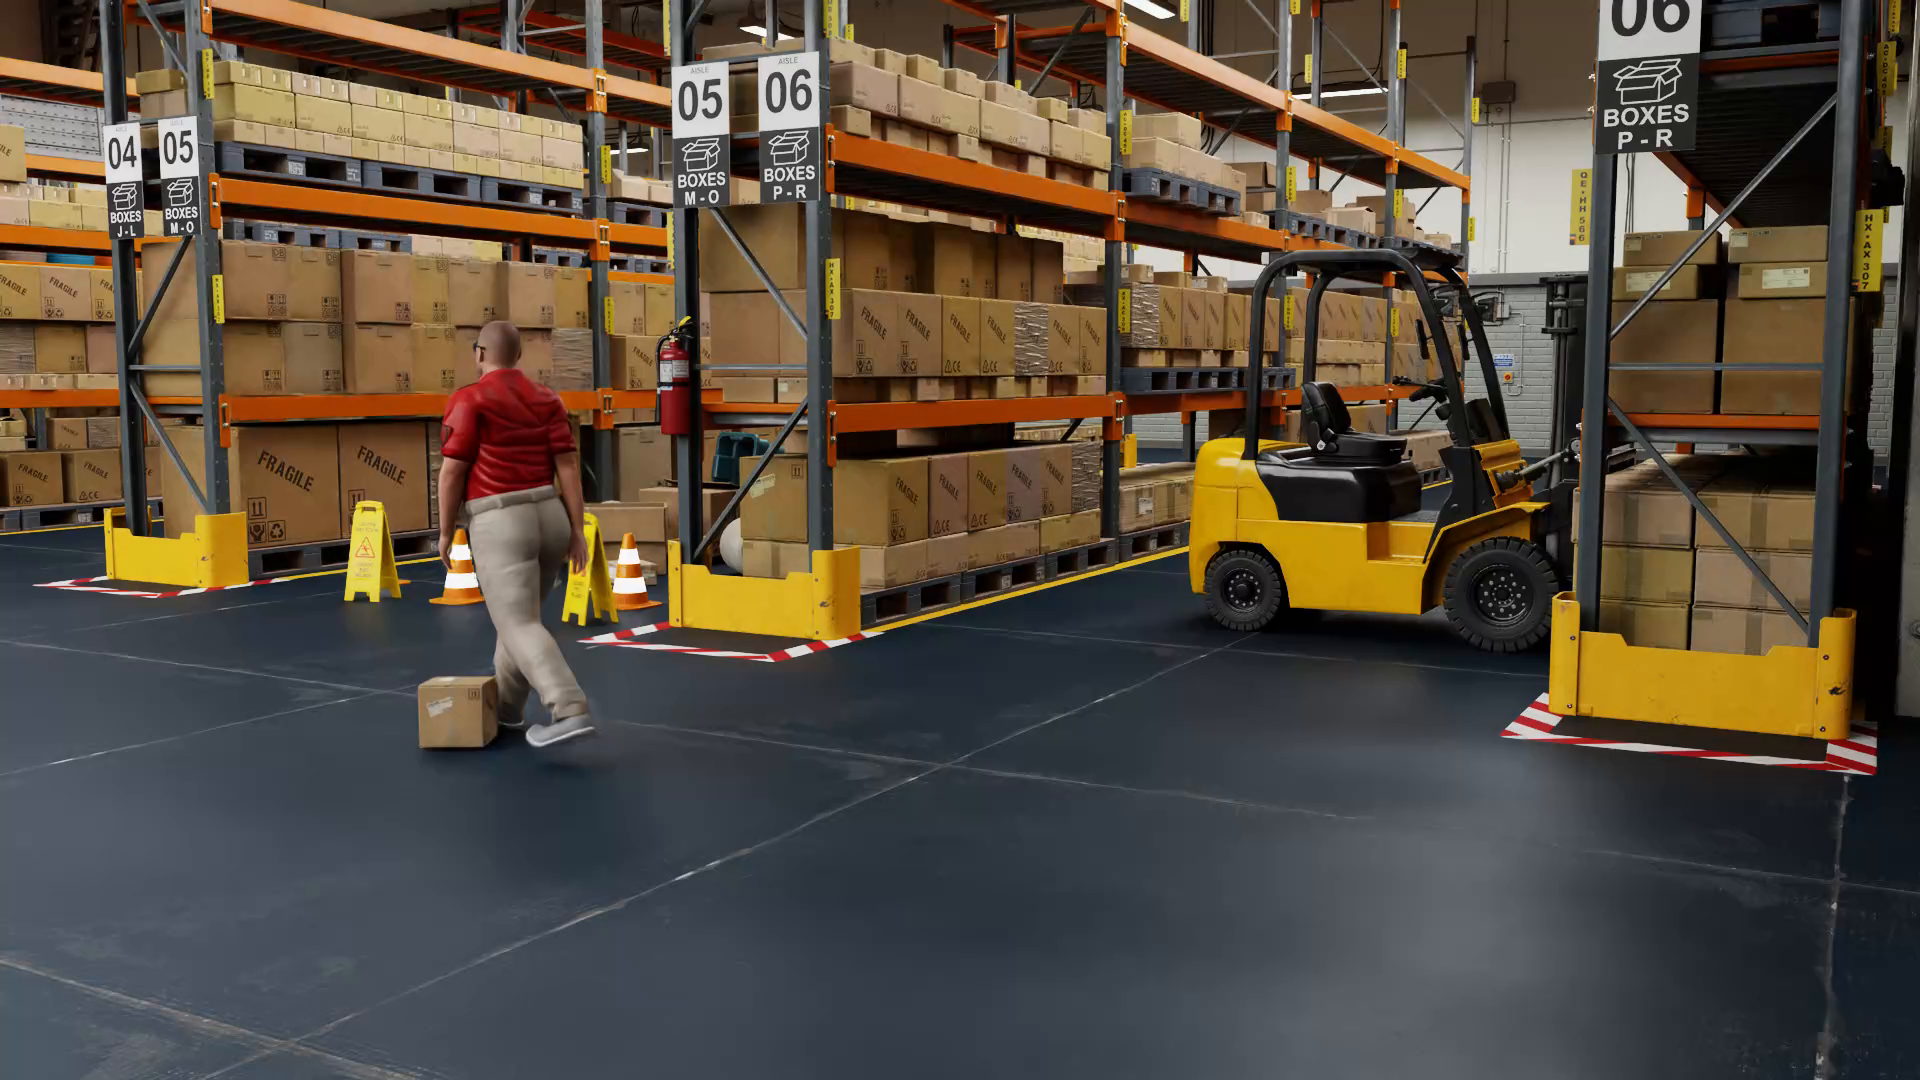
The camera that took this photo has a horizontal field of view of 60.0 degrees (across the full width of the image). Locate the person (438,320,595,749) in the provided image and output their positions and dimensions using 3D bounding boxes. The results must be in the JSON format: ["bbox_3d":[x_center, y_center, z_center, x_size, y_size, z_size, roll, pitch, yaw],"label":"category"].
[{"bbox_3d":[-1.751,-0.024,6.564,1.047,1.676,0.528,4,7,37],"label":"person"}]
